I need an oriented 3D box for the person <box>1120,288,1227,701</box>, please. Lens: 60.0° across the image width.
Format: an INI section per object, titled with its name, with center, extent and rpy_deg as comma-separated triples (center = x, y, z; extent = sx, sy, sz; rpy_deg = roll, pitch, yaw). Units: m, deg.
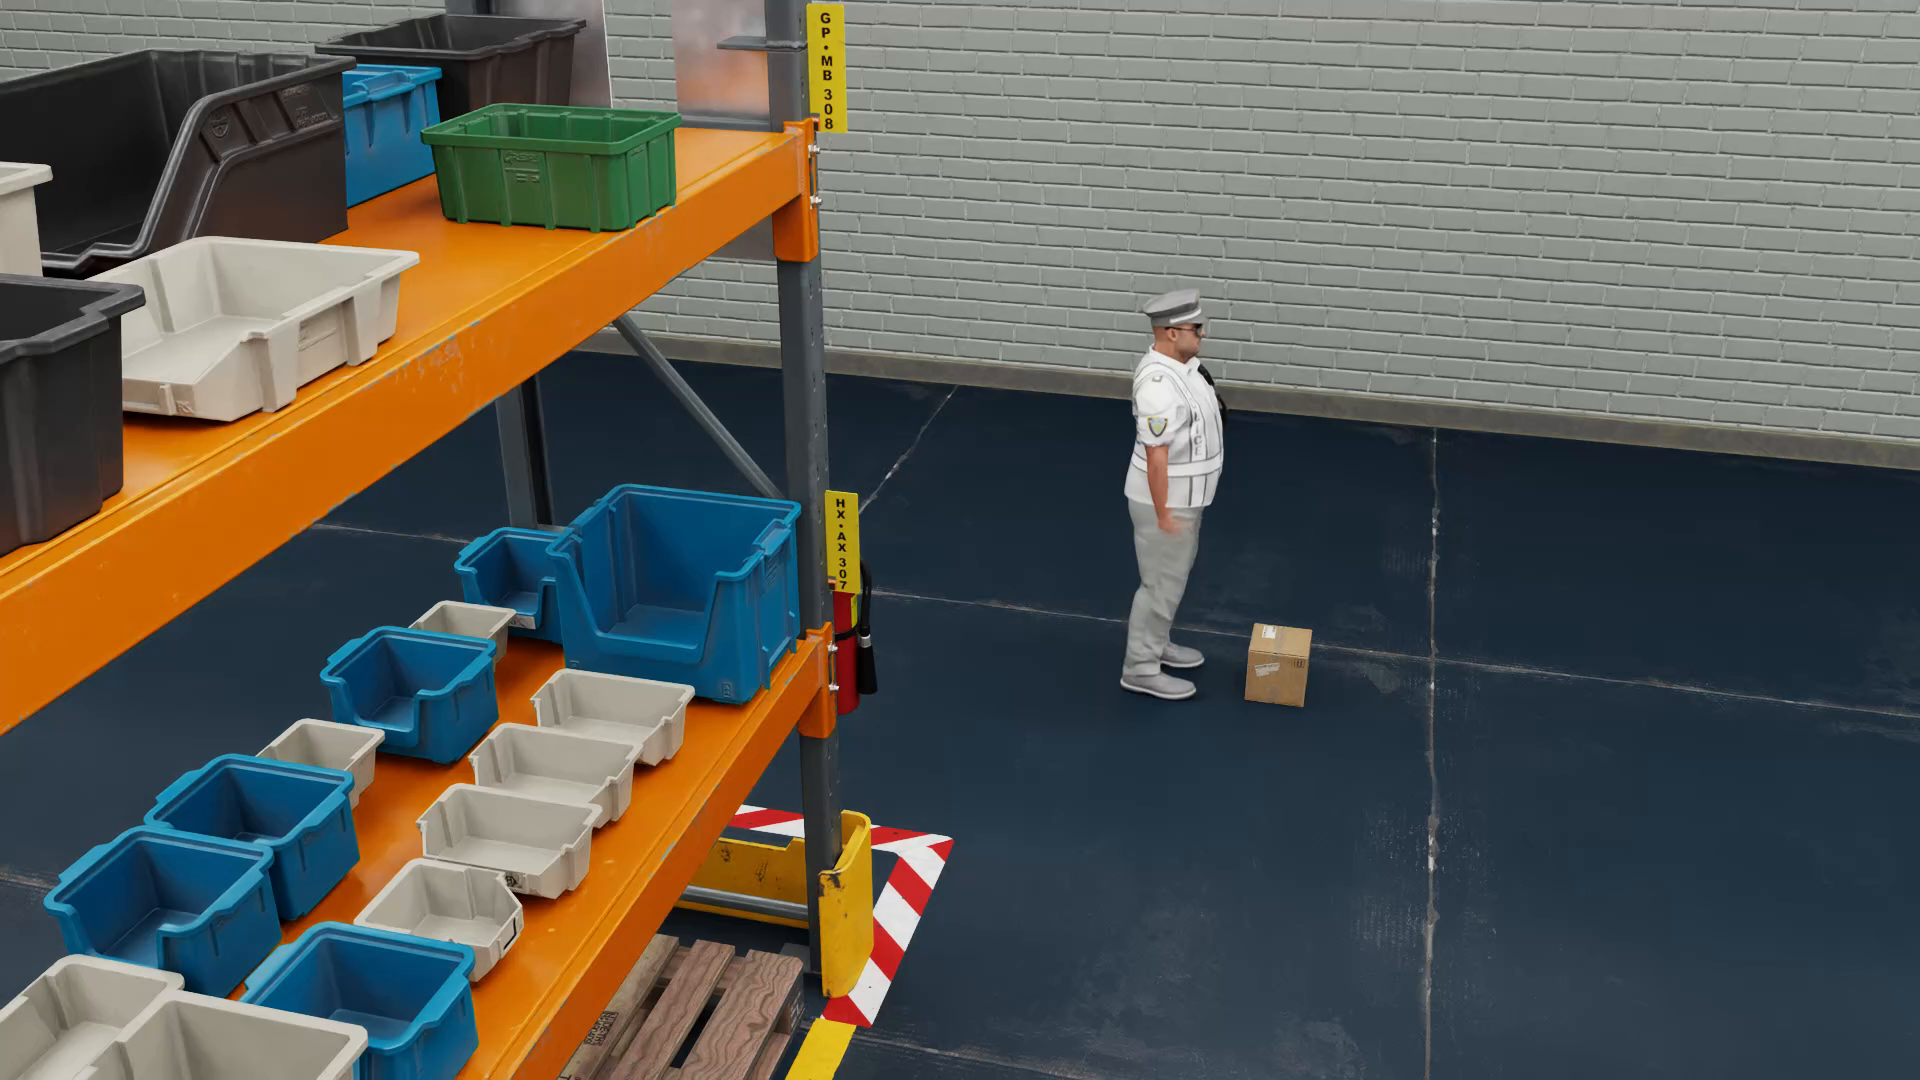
[person]
center = 0.901, -0.201, 7.018
extent = 0.393, 1.759, 0.525
rpy_deg = 7, 26, 14
